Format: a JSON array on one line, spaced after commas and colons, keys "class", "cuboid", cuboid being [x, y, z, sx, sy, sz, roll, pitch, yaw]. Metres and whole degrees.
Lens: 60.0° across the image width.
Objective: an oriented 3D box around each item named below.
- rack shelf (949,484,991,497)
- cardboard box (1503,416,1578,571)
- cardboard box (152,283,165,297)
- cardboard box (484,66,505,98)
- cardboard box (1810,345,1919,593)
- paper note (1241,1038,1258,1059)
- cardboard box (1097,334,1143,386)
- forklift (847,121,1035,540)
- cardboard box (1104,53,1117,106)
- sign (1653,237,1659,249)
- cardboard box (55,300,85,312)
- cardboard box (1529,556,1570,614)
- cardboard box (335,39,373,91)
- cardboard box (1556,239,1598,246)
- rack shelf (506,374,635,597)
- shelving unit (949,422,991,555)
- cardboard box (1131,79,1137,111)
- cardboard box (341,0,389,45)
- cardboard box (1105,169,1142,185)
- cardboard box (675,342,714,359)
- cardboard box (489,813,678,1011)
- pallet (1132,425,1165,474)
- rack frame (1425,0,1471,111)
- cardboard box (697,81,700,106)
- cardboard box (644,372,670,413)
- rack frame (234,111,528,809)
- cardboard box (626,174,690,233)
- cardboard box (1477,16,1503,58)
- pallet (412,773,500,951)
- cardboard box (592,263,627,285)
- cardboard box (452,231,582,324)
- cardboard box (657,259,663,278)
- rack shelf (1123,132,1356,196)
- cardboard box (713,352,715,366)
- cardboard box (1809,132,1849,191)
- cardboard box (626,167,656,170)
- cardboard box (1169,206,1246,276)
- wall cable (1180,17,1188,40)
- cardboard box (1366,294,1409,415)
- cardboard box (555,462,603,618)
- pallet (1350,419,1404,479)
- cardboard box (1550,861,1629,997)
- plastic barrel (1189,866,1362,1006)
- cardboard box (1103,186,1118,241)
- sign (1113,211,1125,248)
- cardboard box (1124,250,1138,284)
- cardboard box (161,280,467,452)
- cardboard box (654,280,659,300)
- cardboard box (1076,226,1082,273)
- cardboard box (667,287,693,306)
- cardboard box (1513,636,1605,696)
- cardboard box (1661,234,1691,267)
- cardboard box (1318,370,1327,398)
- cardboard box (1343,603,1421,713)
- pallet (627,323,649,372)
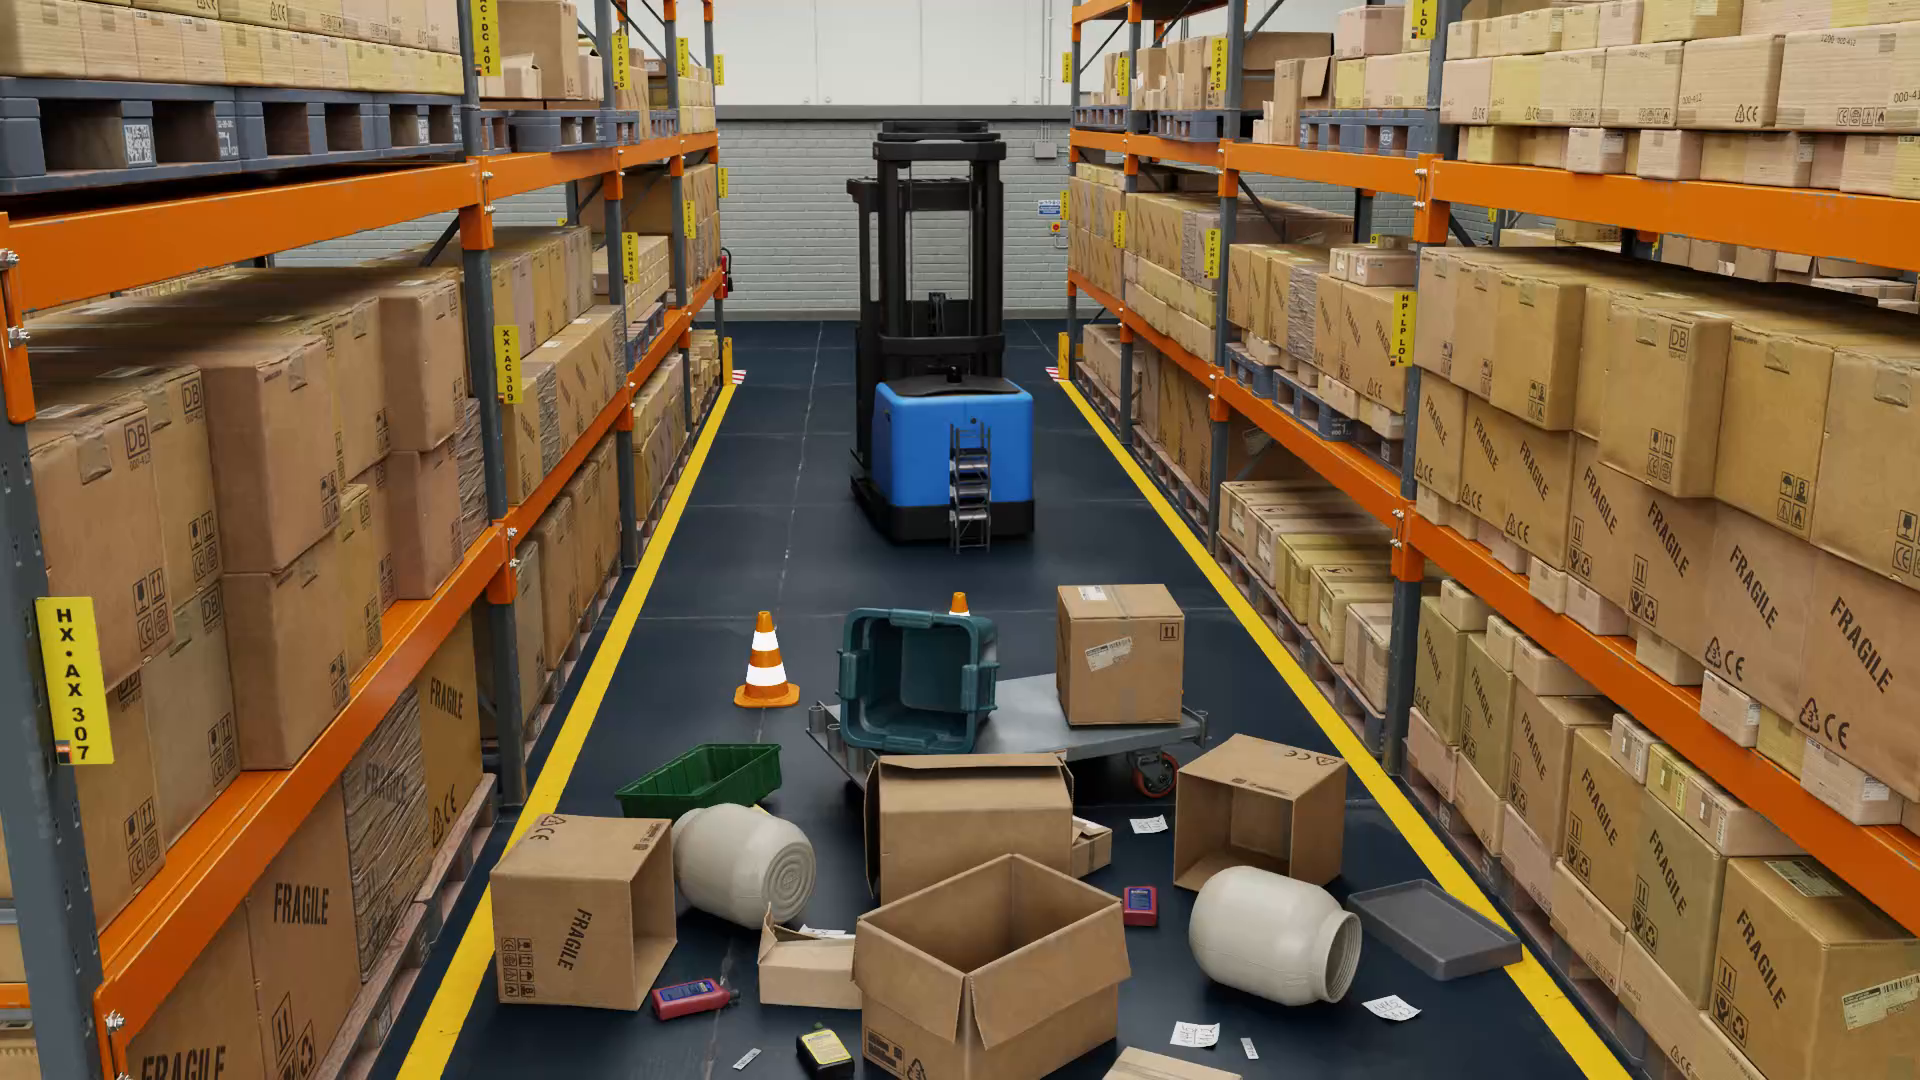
[{"class": "rack shelf", "cuboid": [0.071, -0.328, 11.628, 0.258, 0.077, 0.200, -3, 15, -11]}, {"class": "cardboard box", "cuboid": [2.311, -0.198, 5.978, 0.500, 0.500, 0.500, -1, 14, -4]}, {"class": "cardboard box", "cuboid": [-7.617, -2.293, 15.423, 0.380, 0.149, 0.250, 0, 14, -2]}, {"class": "cardboard box", "cuboid": [-2.261, -2.112, 7.654, 0.250, 0.149, 0.380, -1, 14, -3]}, {"class": "cardboard box", "cuboid": [2.488, -0.174, 3.879, 0.700, 0.500, 0.500, -1, 14, -5]}, {"class": "paper note", "cuboid": [0.955, 1.677, 5.488, 0.032, 0.001, 0.123, -1, 14, -3]}, {"class": "cardboard box", "cuboid": [1.952, -1.925, 17.789, 0.875, 0.438, 0.875, 0, 14, -2]}, {"class": "forklift", "cuboid": [-0.265, -1.740, 12.907, 1.130, 2.935, 3.031, -3, 15, -11]}, {"class": "cardboard box", "cuboid": [1.721, -4.602, 16.630, 0.500, 0.500, 0.500, -1, 14, -2]}, {"class": "sign", "cuboid": [6.407, -2.845, 15.325, 0.100, 0.325, 0.005, -1, 14, -3]}, {"class": "cardboard box", "cuboid": [-7.572, -2.018, 13.650, 0.500, 0.500, 0.500, 0, 14, -2]}, {"class": "cardboard box", "cuboid": [2.259, 0.155, 5.910, 0.380, 0.149, 0.250, -1, 14, -3]}, {"class": "cardboard box", "cuboid": [-2.023, -1.447, 5.073, 0.380, 0.149, 0.250, -1, 14, -4]}, {"class": "cardboard box", "cuboid": [6.578, -3.007, 17.396, 0.500, 0.250, 0.500, -1, 14, -5]}, {"class": "rack shelf", "cuboid": [-2.569, -0.416, 9.067, 1.077, 0.370, 4.000, -1, 14, -3]}, {"class": "shelving unit", "cuboid": [0.071, -0.360, 11.619, 0.258, 0.900, 0.210, -3, 15, -11]}, {"class": "cardboard box", "cuboid": [1.675, -3.819, 14.258, 0.396, 0.266, 0.258, -1, 14, -4]}, {"class": "cardboard box", "cuboid": [-2.098, -1.674, 5.155, 0.500, 0.250, 0.500, -1, 14, -4]}, {"class": "cardboard box", "cuboid": [1.641, -3.596, 16.472, 0.380, 0.149, 0.250, -1, 14, -5]}, {"class": "cardboard box", "cuboid": [-2.777, -1.977, 17.376, 0.380, 0.149, 0.250, 0, 14, -1]}, {"class": "cardboard box", "cuboid": [-1.324, 1.313, 5.917, 0.500, 0.500, 0.500, 2, 15, 6]}, {"class": "pallet", "cuboid": [2.117, -0.817, 14.778, 1.003, 0.211, 1.213, -1, 14, -3]}, {"class": "rack frame", "cuboid": [2.489, -3.274, 6.691, 1.000, 3.000, 0.127, -1, 14, -3]}, {"class": "cardboard box", "cuboid": [-2.824, -4.383, 16.318, 0.500, 0.250, 0.500, -2, 15, -6]}, {"class": "cardboard box", "cuboid": [-2.577, -1.172, 13.230, 0.500, 0.250, 0.500, -2, 15, -6]}, {"class": "rack frame", "cuboid": [-2.445, -0.267, 7.044, 1.000, 3.000, 0.127, -1, 14, -3]}, {"class": "cardboard box", "cuboid": [-2.725, -3.049, 15.054, 0.500, 0.500, 0.500, -1, 14, -2]}, {"class": "cardboard box", "cuboid": [2.228, -1.938, 6.424, 0.380, 0.149, 0.250, 0, 14, -2]}, {"class": "pallet", "cuboid": [-2.476, 1.274, 6.652, 1.003, 0.211, 1.213, -1, 14, -3]}, {"class": "cardboard box", "cuboid": [-2.558, -1.877, 11.771, 0.380, 0.149, 0.250, -1, 14, -4]}, {"class": "cardboard box", "cuboid": [-2.642, -1.557, 9.850, 0.700, 0.500, 0.500, -1, 14, -4]}, {"class": "cardboard box", "cuboid": [-2.689, -2.259, 13.852, 0.380, 0.149, 0.250, 0, 14, -1]}, {"class": "rack shelf", "cuboid": [2.118, -2.965, 12.954, 1.077, 0.370, 4.000, -1, 14, -3]}, {"class": "cardboard box", "cuboid": [-2.837, -1.962, 17.914, 0.380, 0.149, 0.250, -1, 15, -6]}, {"class": "cardboard box", "cuboid": [2.456, -0.981, 4.305, 0.380, 0.149, 0.250, -1, 14, -3]}, {"class": "cardboard box", "cuboid": [-3.378, -3.557, 17.028, 0.500, 0.500, 0.500, -1, 14, -5]}, {"class": "cardboard box", "cuboid": [1.884, -2.272, 12.628, 0.500, 0.500, 0.500, -1, 14, -3]}, {"class": "wall cable", "cuboid": [4.646, -7.731, 23.941, 2.988, 3.039, 0.133, -1, 14, -3]}, {"class": "cardboard box", "cuboid": [2.232, -0.876, 7.770, 0.500, 0.500, 0.500, -1, 14, -4]}, {"class": "cardboard box", "cuboid": [-2.687, -0.005, 9.700, 1.050, 0.750, 0.750, -1, 14, -3]}, {"class": "pallet", "cuboid": [2.587, -0.468, 8.210, 1.003, 0.211, 1.213, -1, 14, -3]}, {"class": "cardboard box", "cuboid": [2.356, 1.299, 5.635, 0.500, 0.250, 0.500, -1, 14, -5]}, {"class": "plastic barrel", "cuboid": [1.098, 1.384, 5.799, 0.512, 0.421, 0.421, 10, 18, 35]}, {"class": "cardboard box", "cuboid": [1.666, -3.130, 15.965, 0.500, 0.500, 0.500, -1, 14, -4]}, {"class": "sign", "cuboid": [1.440, -2.807, 15.019, 0.100, 0.325, 0.005, -1, 14, -3]}, {"class": "cardboard box", "cuboid": [1.740, -2.414, 14.686, 0.500, 0.250, 0.500, -1, 14, -5]}, {"class": "cardboard box", "cuboid": [-2.306, -0.635, 6.008, 0.875, 0.550, 0.550, -1, 14, -3]}, {"class": "cardboard box", "cuboid": [-2.673, -2.054, 13.650, 0.380, 0.149, 0.250, -2, 15, -6]}, {"class": "cardboard box", "cuboid": [1.548, -3.152, 18.057, 0.500, 0.500, 0.500, -1, 14, -4]}, {"class": "cardboard box", "cuboid": [-2.631, -2.210, 15.102, 0.380, 0.149, 0.250, 0, 14, -1]}, {"class": "cardboard box", "cuboid": [2.258, 0.460, 6.087, 0.380, 0.149, 0.250, 0, 14, 0]}, {"class": "cardboard box", "cuboid": [6.754, -2.564, 14.927, 0.700, 0.500, 0.500, -1, 14, -2]}, {"class": "cardboard box", "cuboid": [2.133, -0.828, 8.886, 0.380, 0.149, 0.250, -1, 14, -3]}, {"class": "cardboard box", "cuboid": [2.454, 0.570, 8.221, 0.950, 0.372, 0.625, -1, 14, -3]}, {"class": "pallet", "cuboid": [-2.843, -1.344, 11.617, 1.213, 0.211, 1.003, -1, 14, -3]}]
